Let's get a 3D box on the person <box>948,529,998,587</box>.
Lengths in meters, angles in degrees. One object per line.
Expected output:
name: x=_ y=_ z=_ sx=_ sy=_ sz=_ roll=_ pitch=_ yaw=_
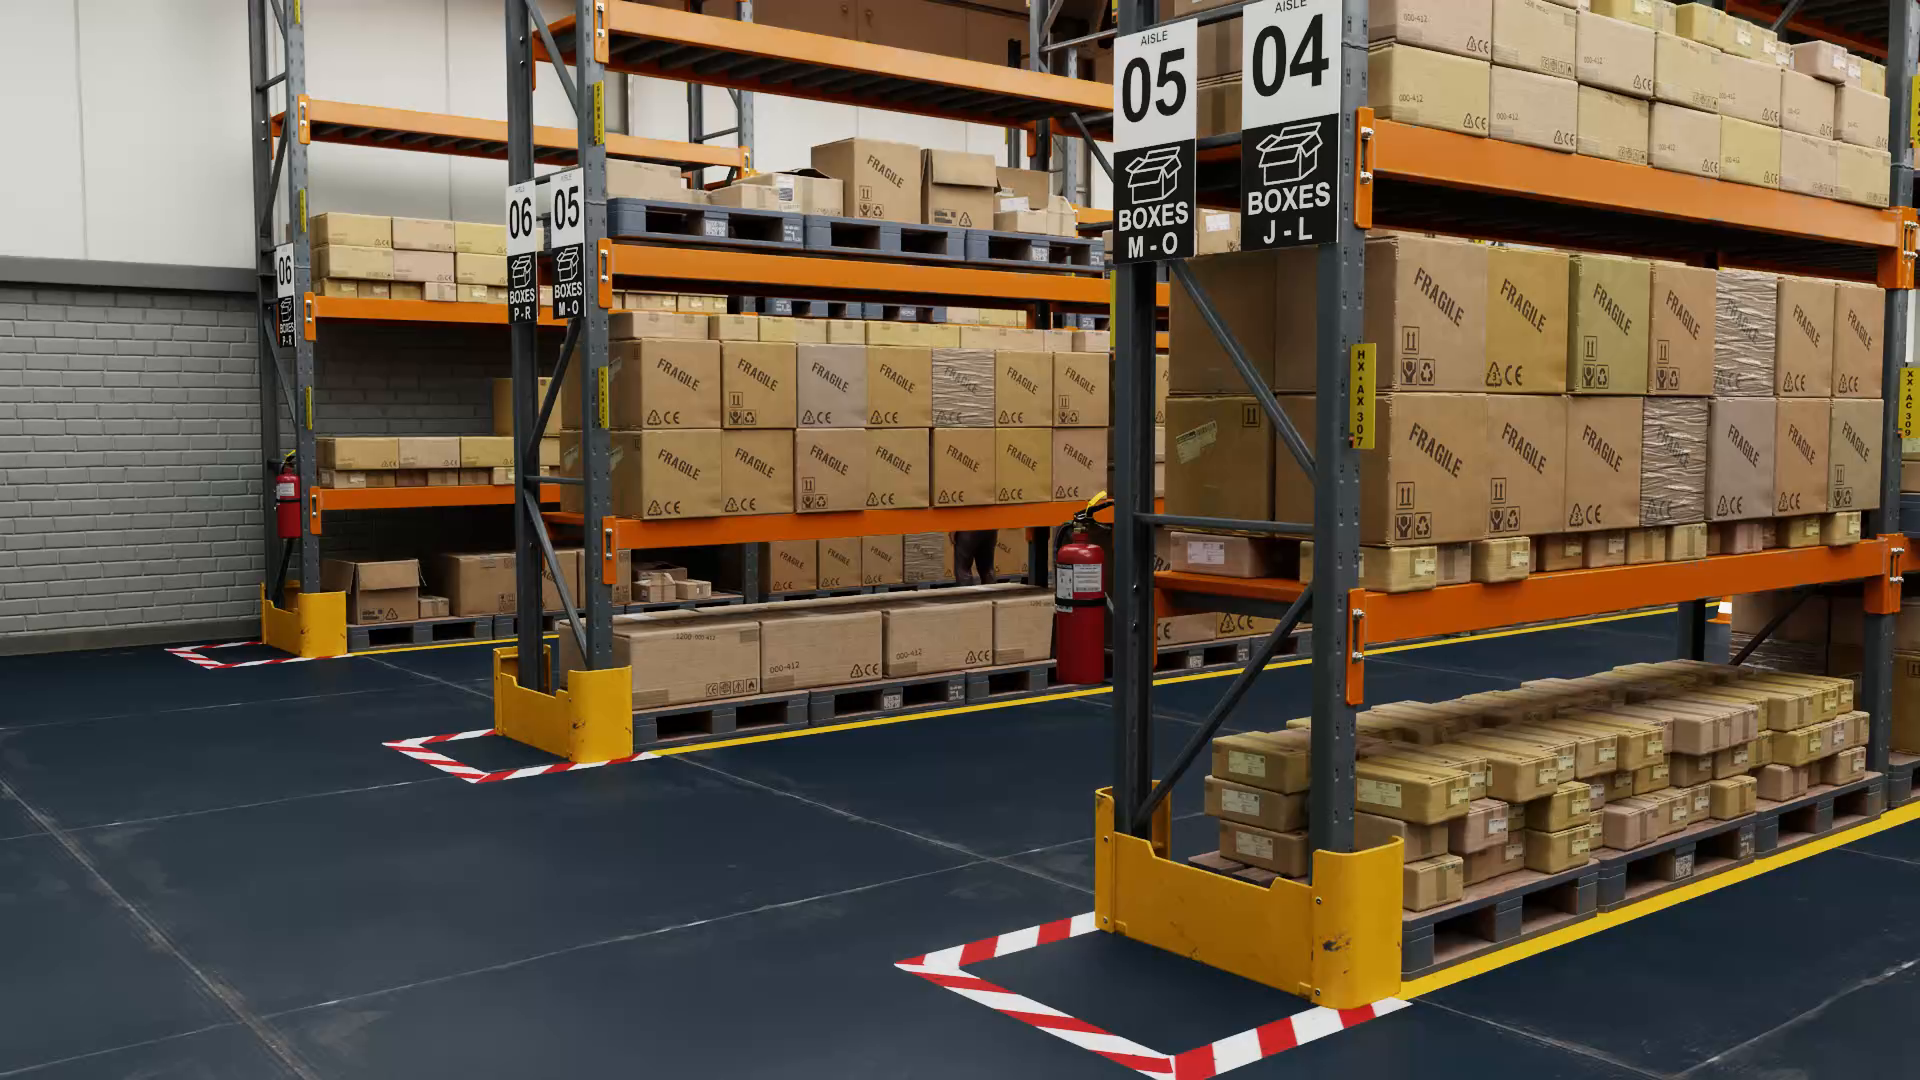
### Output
person: x=0.142 y=-0.108 z=15.097 sx=0.594 sy=1.721 sz=0.421 roll=-4 pitch=6 yaw=-42
